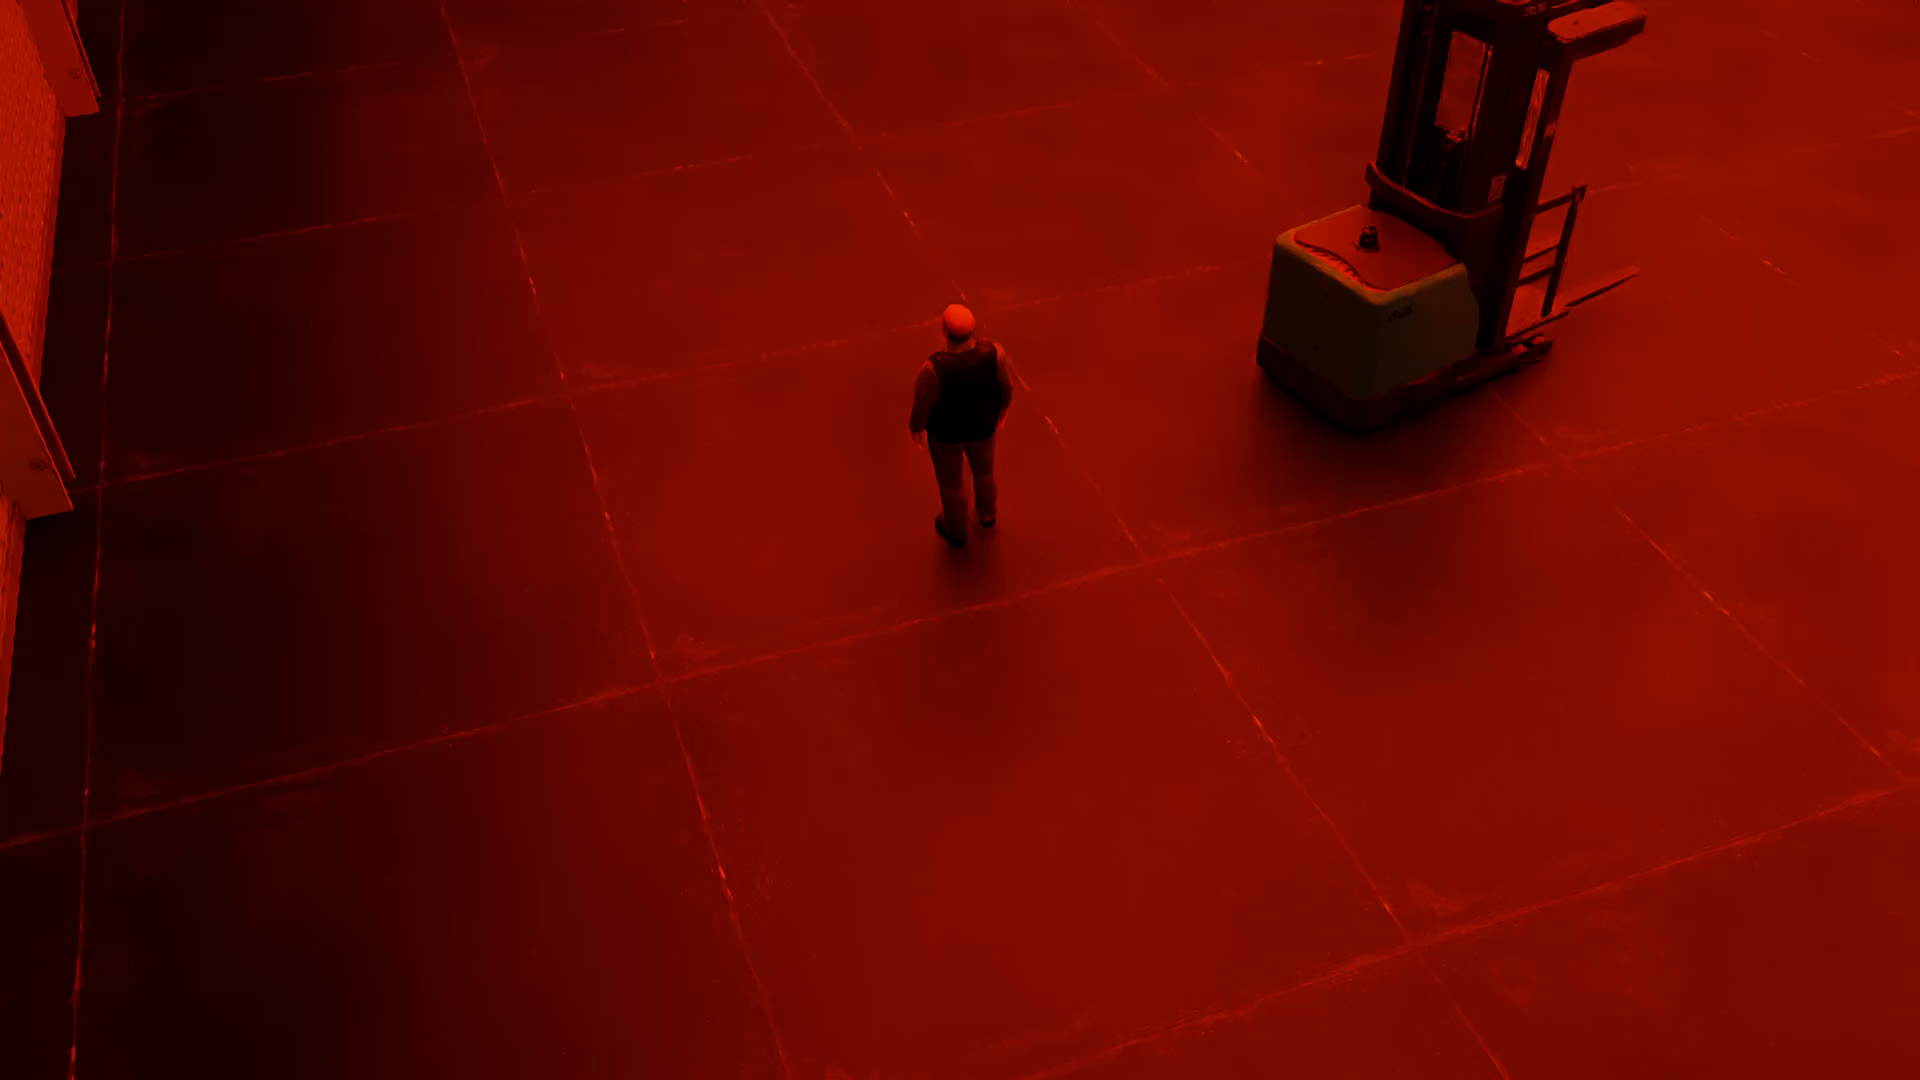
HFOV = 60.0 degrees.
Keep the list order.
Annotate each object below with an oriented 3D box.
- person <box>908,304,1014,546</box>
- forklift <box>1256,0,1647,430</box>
[{"bbox_3d":[-0.014,-0.704,9.765,0.632,1.720,0.567,-13,42,-15],"label":"person"},{"bbox_3d":[3.586,-2.590,11.081,3.031,2.935,1.130,-23,45,-25],"label":"forklift"}]
